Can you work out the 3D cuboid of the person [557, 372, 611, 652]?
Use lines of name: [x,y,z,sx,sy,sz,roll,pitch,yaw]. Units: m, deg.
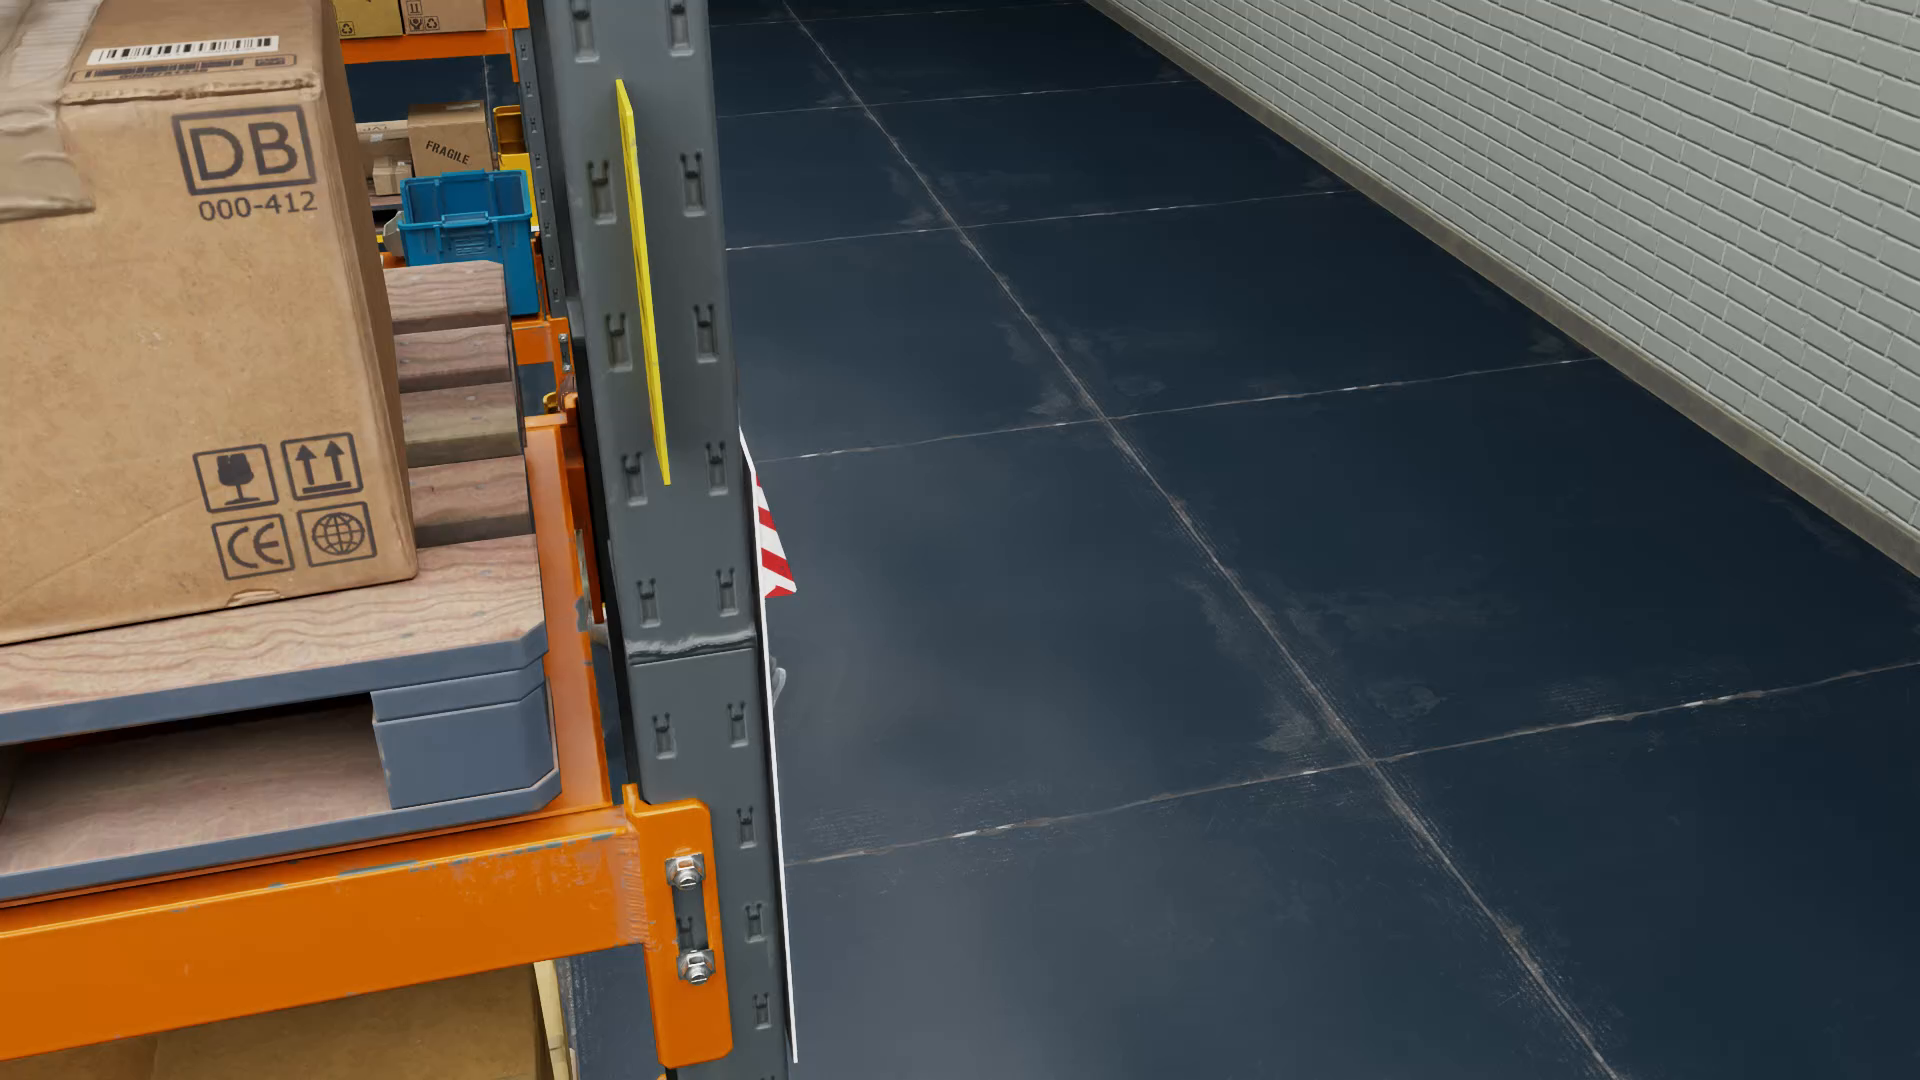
person: [-1.420,0.073,6.031,0.700,1.558,0.478,0,31,0]
